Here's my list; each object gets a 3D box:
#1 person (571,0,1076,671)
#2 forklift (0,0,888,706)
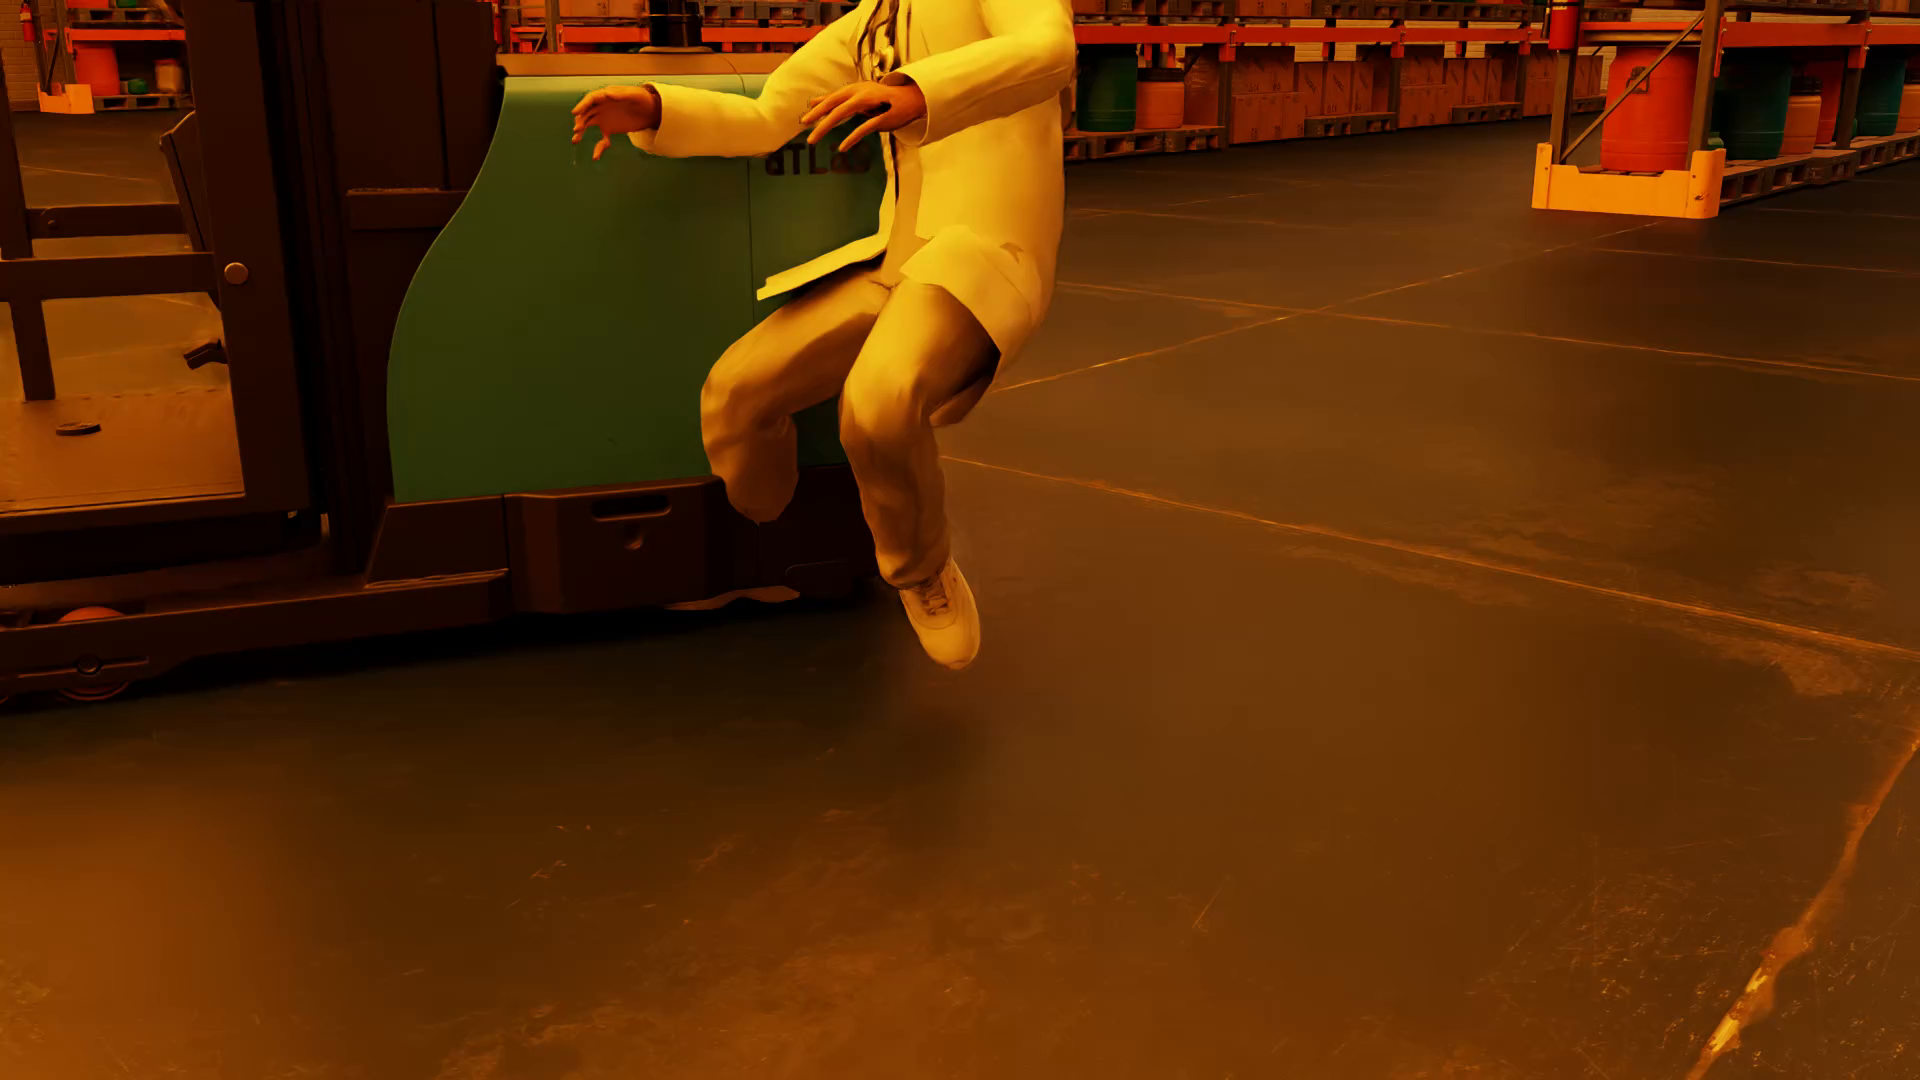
[{"bbox_3d":[-0.233,-0.502,2.957,0.815,1.535,0.944,-10,20,-30],"label":"person"},{"bbox_3d":[-1.652,-1.267,3.069,3.031,2.935,1.130,-6,18,-19],"label":"forklift"}]
